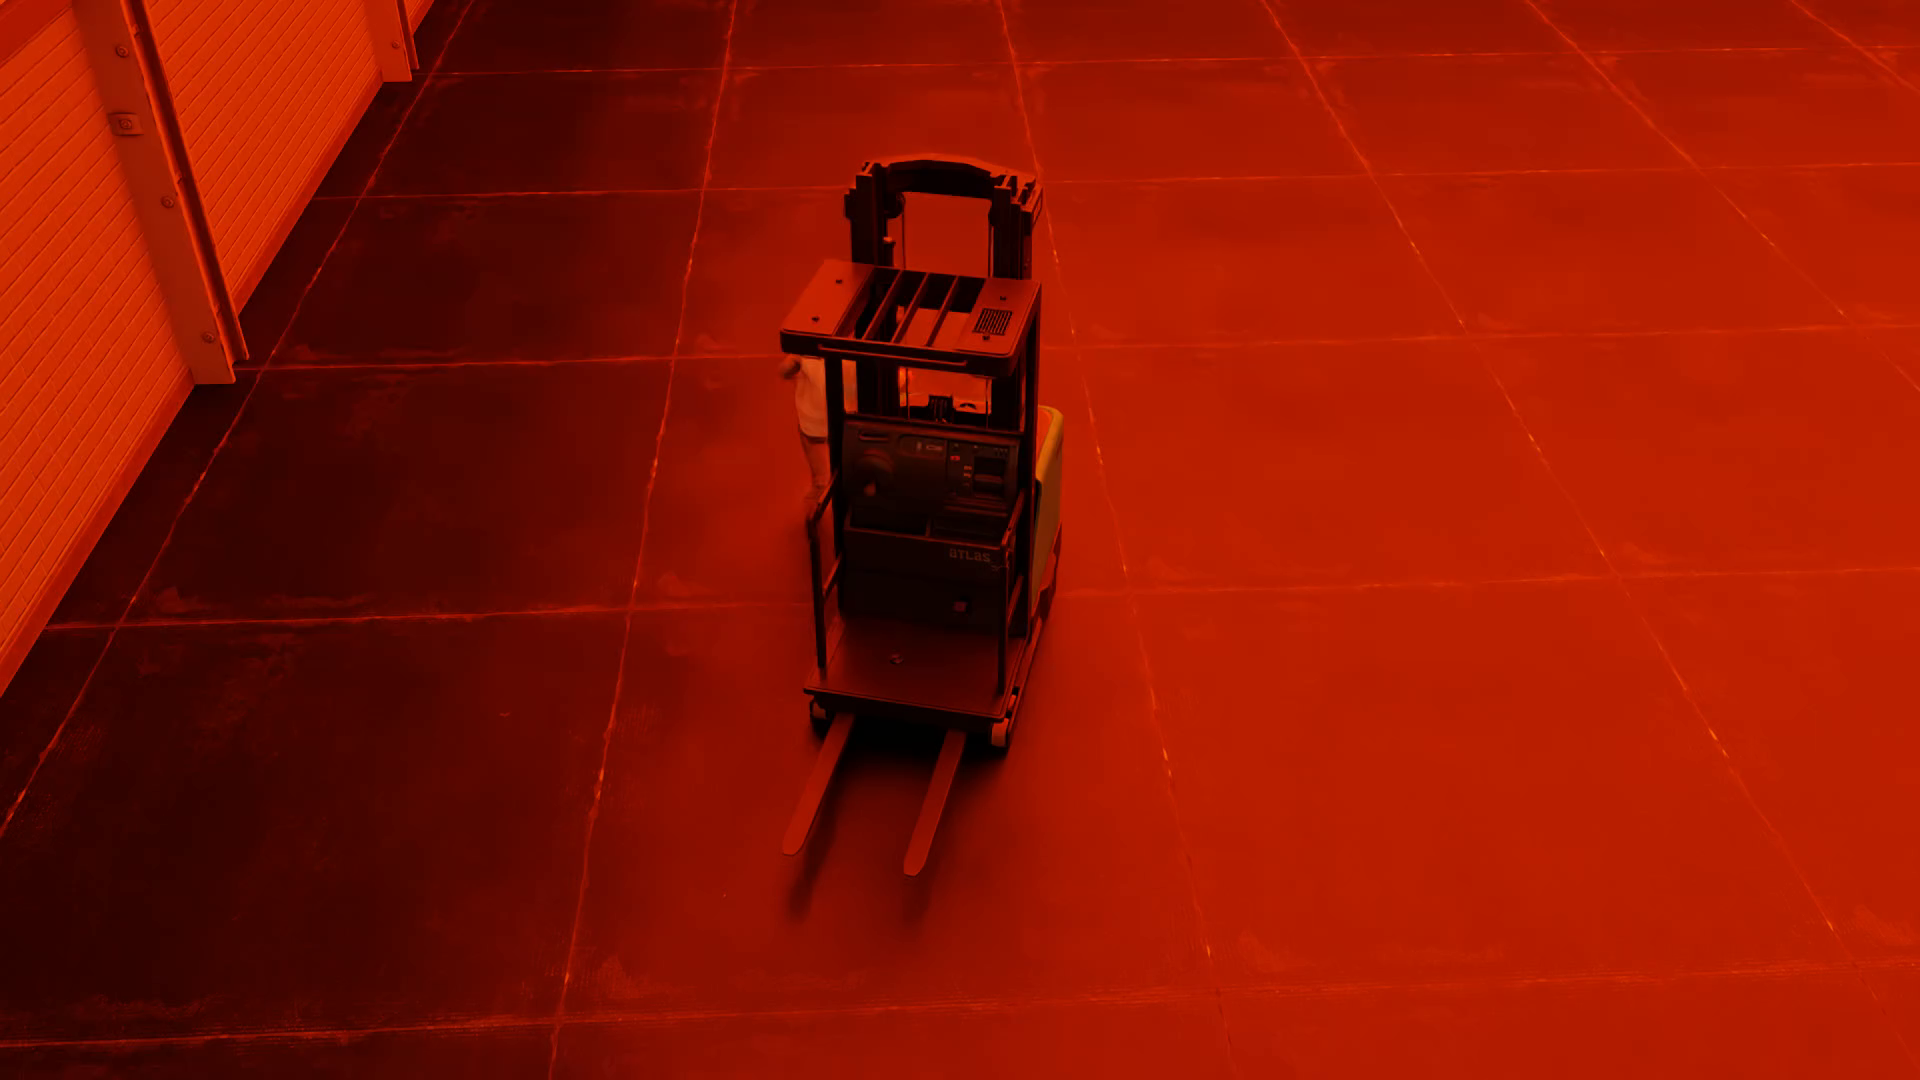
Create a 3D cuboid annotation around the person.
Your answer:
[{"bbox_3d":[-0.685,-0.884,10.358,0.829,1.588,0.701,6,37,9],"label":"person"}]

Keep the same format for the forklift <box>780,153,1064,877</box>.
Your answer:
[{"bbox_3d":[-0.203,-0.313,8.440,1.130,2.935,3.031,8,37,10],"label":"forklift"}]
